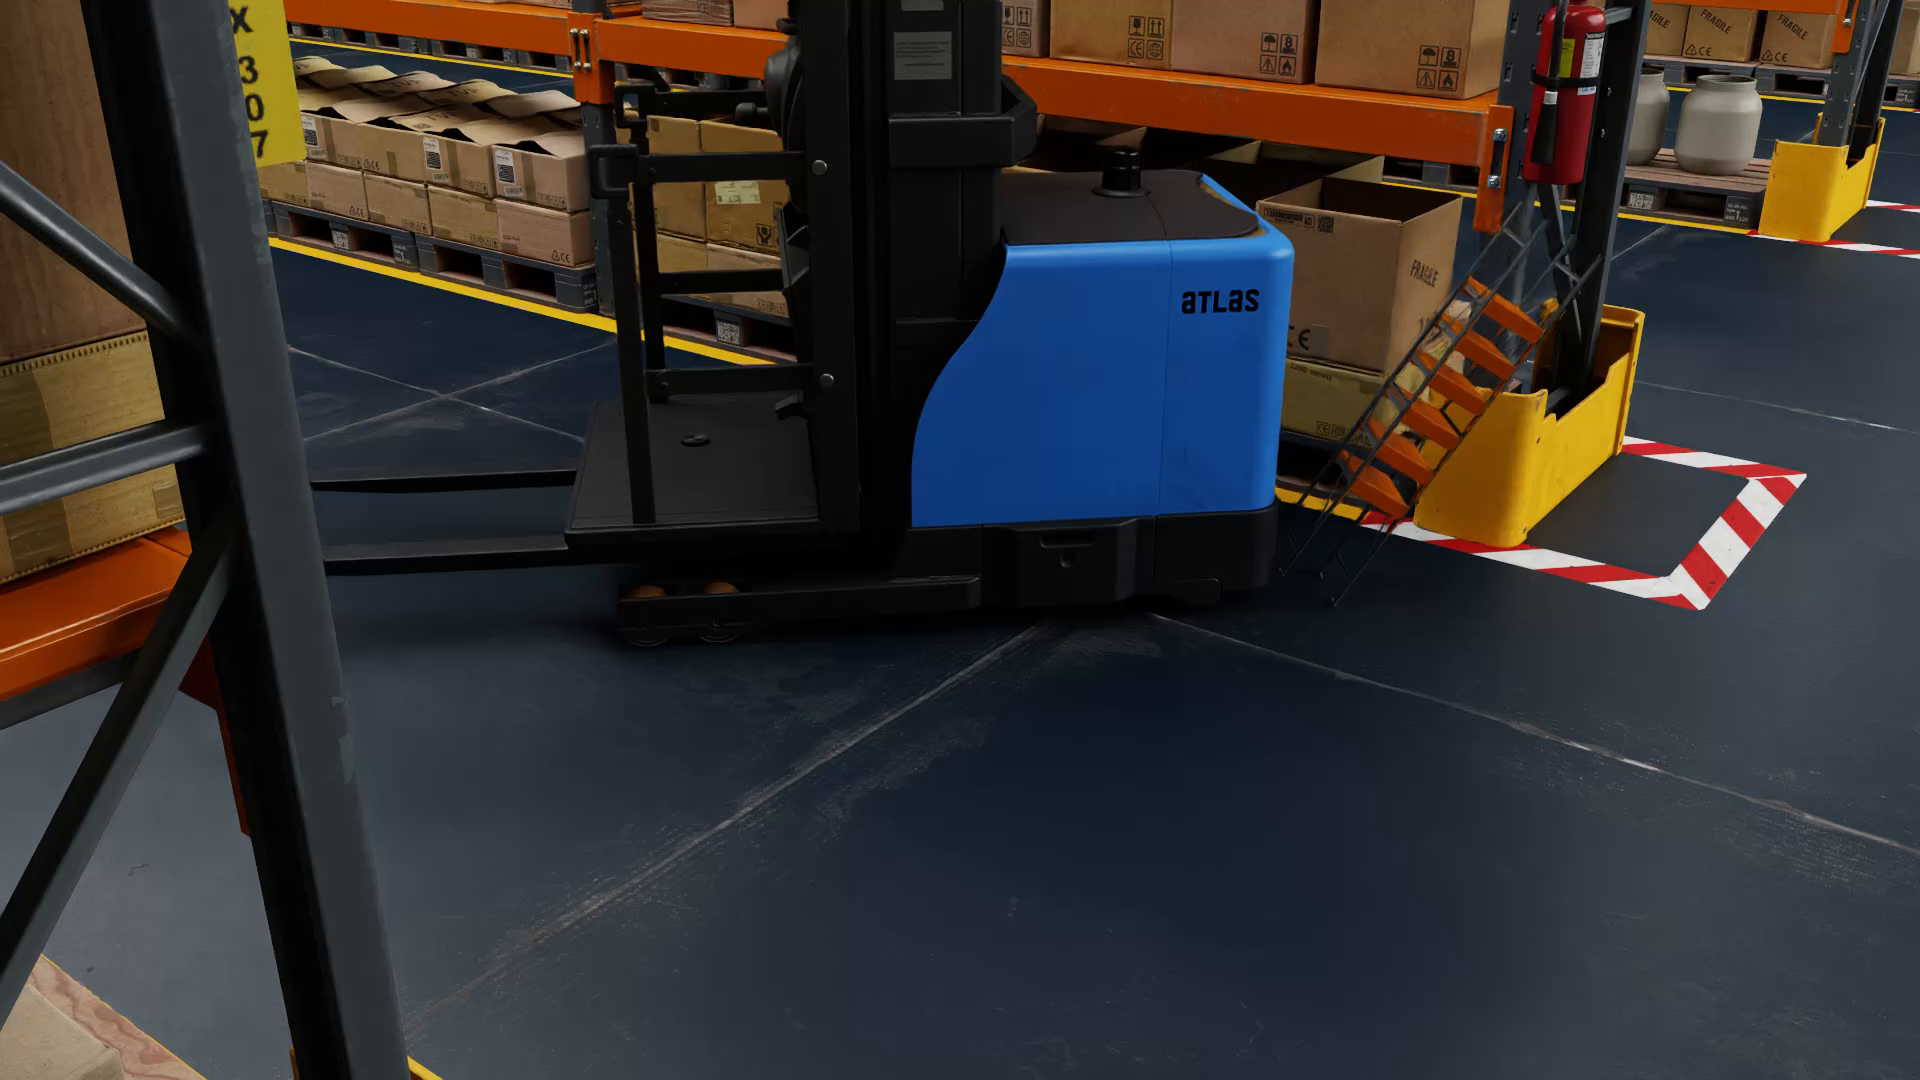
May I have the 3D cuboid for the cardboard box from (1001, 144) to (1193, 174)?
[{"bbox_3d":[0.491,-1.120,6.032,0.500,0.500,0.500,17,29,33],"label":"cardboard box"}]

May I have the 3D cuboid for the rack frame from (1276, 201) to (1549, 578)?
[{"bbox_3d":[1.232,-0.412,4.668,0.006,1.200,0.240,29,21,-12],"label":"rack frame"}]

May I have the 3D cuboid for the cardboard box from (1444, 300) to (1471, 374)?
[{"bbox_3d":[1.612,-0.708,6.026,0.500,0.250,0.500,17,29,33],"label":"cardboard box"}]

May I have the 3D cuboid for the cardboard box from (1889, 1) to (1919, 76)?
[{"bbox_3d":[7.362,-3.972,13.125,0.500,0.500,0.500,-20,31,-38],"label":"cardboard box"}]

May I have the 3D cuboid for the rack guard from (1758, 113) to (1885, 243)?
[{"bbox_3d":[4.792,-2.029,9.235,0.348,0.500,1.175,17,29,33],"label":"rack guard"}]

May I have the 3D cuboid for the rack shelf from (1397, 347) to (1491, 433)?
[{"bbox_3d":[1.349,-0.428,4.660,0.180,0.103,0.258,29,21,-12],"label":"rack shelf"}]

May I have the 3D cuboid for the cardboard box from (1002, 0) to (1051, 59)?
[{"bbox_3d":[0.301,-2.109,6.192,0.500,0.500,0.700,18,29,35],"label":"cardboard box"}]

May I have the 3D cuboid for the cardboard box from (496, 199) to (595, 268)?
[{"bbox_3d":[-1.799,-1.480,7.779,0.500,0.250,0.500,16,29,33],"label":"cardboard box"}]

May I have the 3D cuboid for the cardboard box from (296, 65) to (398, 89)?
[{"bbox_3d":[-3.508,-2.527,9.458,0.500,0.311,0.500,16,29,33],"label":"cardboard box"}]

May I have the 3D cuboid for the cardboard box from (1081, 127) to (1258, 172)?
[{"bbox_3d":[0.803,-1.288,6.412,0.500,0.500,0.500,17,29,33],"label":"cardboard box"}]

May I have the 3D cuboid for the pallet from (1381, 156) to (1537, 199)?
[{"bbox_3d":[3.173,-2.390,10.413,1.213,0.211,1.003,17,29,33],"label":"pallet"}]

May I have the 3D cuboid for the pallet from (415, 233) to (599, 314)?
[{"bbox_3d":[-1.906,-1.429,8.232,1.213,0.211,1.003,17,29,33],"label":"pallet"}]

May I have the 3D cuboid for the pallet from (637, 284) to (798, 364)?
[{"bbox_3d":[-0.682,-1.058,7.389,1.213,0.211,1.003,17,29,33],"label":"pallet"}]

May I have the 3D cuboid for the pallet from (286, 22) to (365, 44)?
[{"bbox_3d":[-6.313,-5.256,16.916,1.213,0.211,1.003,17,29,33],"label":"pallet"}]

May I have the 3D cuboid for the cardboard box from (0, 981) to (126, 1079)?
[{"bbox_3d":[-1.560,0.859,2.368,0.500,0.311,0.500,13,27,27],"label":"cardboard box"}]

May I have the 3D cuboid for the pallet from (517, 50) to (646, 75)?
[{"bbox_3d":[-3.148,-4.301,14.749,1.213,0.211,1.003,17,29,33],"label":"pallet"}]

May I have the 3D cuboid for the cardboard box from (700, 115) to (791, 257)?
[{"bbox_3d":[-0.705,-1.485,6.860,0.500,0.500,0.500,17,29,33],"label":"cardboard box"}]

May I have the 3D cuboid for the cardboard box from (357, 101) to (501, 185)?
[{"bbox_3d":[-2.607,-1.981,8.220,0.500,0.311,0.500,17,29,33],"label":"cardboard box"}]

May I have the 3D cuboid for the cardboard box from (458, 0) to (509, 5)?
[{"bbox_3d":[-2.107,-2.632,7.669,0.258,0.266,0.396,16,28,32],"label":"cardboard box"}]

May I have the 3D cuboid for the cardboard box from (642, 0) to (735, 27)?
[{"bbox_3d":[-0.935,-2.480,7.035,0.500,0.500,0.700,16,28,32],"label":"cardboard box"}]

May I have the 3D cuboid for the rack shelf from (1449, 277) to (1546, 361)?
[{"bbox_3d":[1.473,-0.616,4.576,0.180,0.103,0.258,29,21,-12],"label":"rack shelf"}]

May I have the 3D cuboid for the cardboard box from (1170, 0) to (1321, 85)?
[{"bbox_3d":[1.118,-1.861,5.629,0.500,0.500,0.700,18,29,35],"label":"cardboard box"}]

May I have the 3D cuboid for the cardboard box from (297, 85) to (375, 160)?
[{"bbox_3d":[-3.419,-2.228,8.780,0.500,0.311,0.500,16,28,32],"label":"cardboard box"}]

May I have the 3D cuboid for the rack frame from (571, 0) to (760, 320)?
[{"bbox_3d":[-1.293,-2.540,7.294,0.127,3.000,1.000,17,29,33],"label":"rack frame"}]

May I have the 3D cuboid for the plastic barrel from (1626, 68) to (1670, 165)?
[{"bbox_3d":[3.907,-2.479,9.721,0.421,0.512,0.421,0,24,0],"label":"plastic barrel"}]

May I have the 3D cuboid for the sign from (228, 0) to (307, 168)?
[{"bbox_3d":[-0.735,-0.545,1.692,0.005,0.325,0.100,17,29,33],"label":"sign"}]

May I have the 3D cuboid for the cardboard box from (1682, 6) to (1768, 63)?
[{"bbox_3d":[6.373,-4.263,13.785,0.500,0.500,0.500,20,31,38],"label":"cardboard box"}]

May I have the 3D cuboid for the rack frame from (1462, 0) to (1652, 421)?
[{"bbox_3d":[1.907,-1.572,5.099,0.127,3.000,1.000,17,29,33],"label":"rack frame"}]

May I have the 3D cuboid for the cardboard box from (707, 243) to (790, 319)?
[{"bbox_3d":[-0.707,-1.141,7.009,0.500,0.250,0.500,17,29,33],"label":"cardboard box"}]

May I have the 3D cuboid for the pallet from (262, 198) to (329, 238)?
[{"bbox_3d":[-3.859,-2.019,9.571,1.213,0.211,1.003,17,29,33],"label":"pallet"}]

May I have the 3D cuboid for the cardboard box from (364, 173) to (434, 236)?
[{"bbox_3d":[-2.612,-1.727,8.338,0.500,0.250,0.500,18,29,34],"label":"cardboard box"}]

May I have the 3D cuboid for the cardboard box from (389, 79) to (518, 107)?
[{"bbox_3d":[-2.706,-2.282,8.903,0.500,0.311,0.500,18,29,35],"label":"cardboard box"}]

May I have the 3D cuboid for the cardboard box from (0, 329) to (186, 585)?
[{"bbox_3d":[-1.261,-0.134,1.996,0.500,0.250,0.500,16,28,32],"label":"cardboard box"}]

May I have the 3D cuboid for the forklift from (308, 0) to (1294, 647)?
[{"bbox_3d":[-0.647,-1.272,4.501,3.031,2.935,1.130,-3,24,-7],"label":"forklift"}]

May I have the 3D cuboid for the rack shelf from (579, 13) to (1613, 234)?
[{"bbox_3d":[0.307,-1.727,6.341,4.000,0.370,1.077,17,29,33],"label":"rack shelf"}]

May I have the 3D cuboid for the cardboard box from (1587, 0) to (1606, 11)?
[{"bbox_3d":[5.410,-4.538,14.408,0.500,0.500,0.500,-16,28,-31],"label":"cardboard box"}]

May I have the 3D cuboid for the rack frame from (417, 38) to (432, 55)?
[{"bbox_3d":[-4.721,-6.072,15.310,0.127,3.000,1.000,17,29,33],"label":"rack frame"}]

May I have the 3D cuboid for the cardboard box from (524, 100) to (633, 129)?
[{"bbox_3d":[-1.872,-2.033,8.339,0.500,0.311,0.500,16,29,33],"label":"cardboard box"}]

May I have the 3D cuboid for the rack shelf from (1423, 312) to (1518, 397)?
[{"bbox_3d":[1.411,-0.522,4.618,0.180,0.103,0.258,29,21,-12],"label":"rack shelf"}]

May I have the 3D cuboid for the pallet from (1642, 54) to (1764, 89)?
[{"bbox_3d":[6.190,-4.013,14.096,1.213,0.211,1.003,17,29,33],"label":"pallet"}]

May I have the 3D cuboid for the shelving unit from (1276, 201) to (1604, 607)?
[{"bbox_3d":[1.310,-0.369,4.686,0.189,1.200,0.258,29,21,-12],"label":"shelving unit"}]

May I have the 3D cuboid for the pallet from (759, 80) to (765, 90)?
[{"bbox_3d":[-0.924,-3.628,13.223,1.213,0.211,1.003,17,29,33],"label":"pallet"}]

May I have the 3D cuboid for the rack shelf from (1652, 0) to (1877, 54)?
[{"bbox_3d":[3.281,-3.324,9.967,4.000,0.370,1.077,17,29,33],"label":"rack shelf"}]

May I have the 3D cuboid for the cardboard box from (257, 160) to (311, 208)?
[{"bbox_3d":[-3.429,-1.974,8.900,0.500,0.250,0.500,16,28,32],"label":"cardboard box"}]

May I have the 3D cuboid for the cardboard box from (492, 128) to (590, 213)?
[{"bbox_3d":[-1.789,-1.736,7.663,0.500,0.311,0.500,17,29,33],"label":"cardboard box"}]
